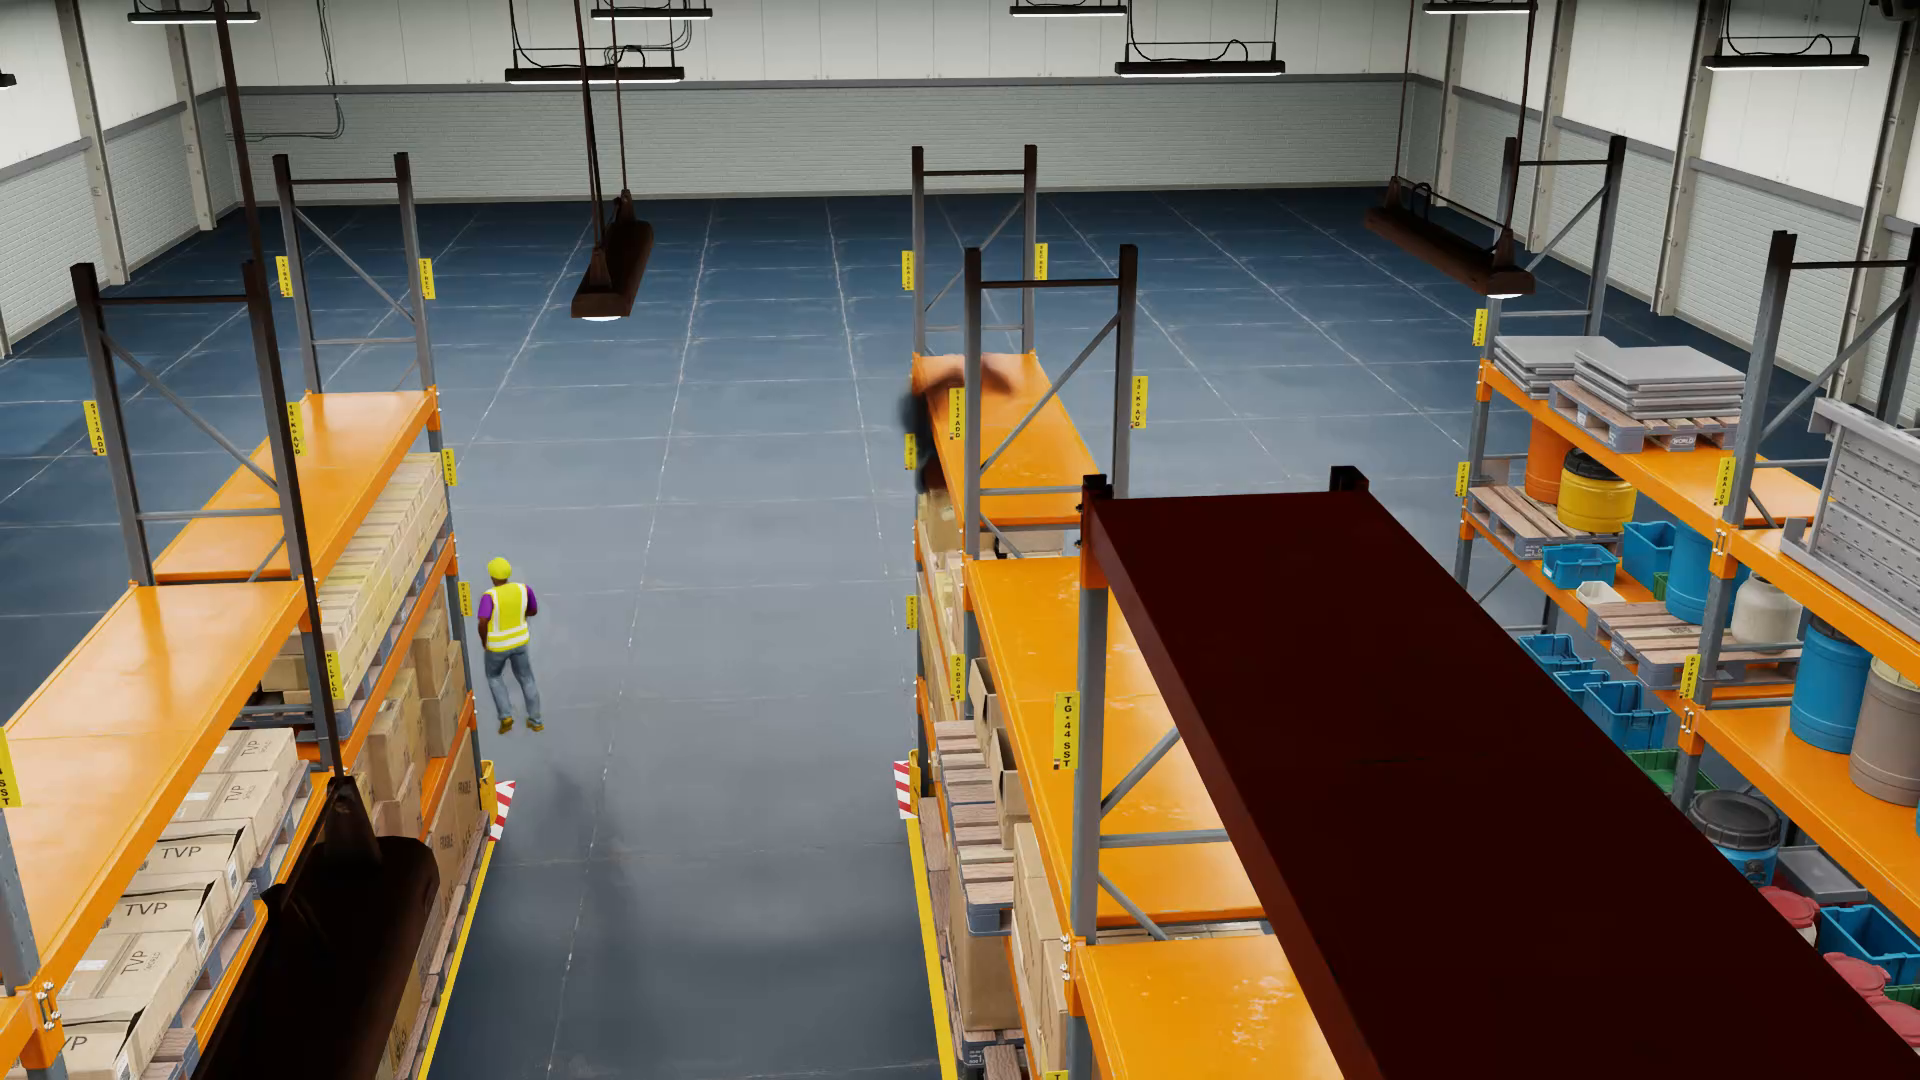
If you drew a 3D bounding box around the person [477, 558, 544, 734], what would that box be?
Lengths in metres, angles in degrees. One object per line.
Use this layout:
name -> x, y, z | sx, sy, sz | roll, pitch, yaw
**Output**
person -> -4.359, 1.051, 16.005 | 0.681, 1.883, 0.718 | -16, 26, -34
